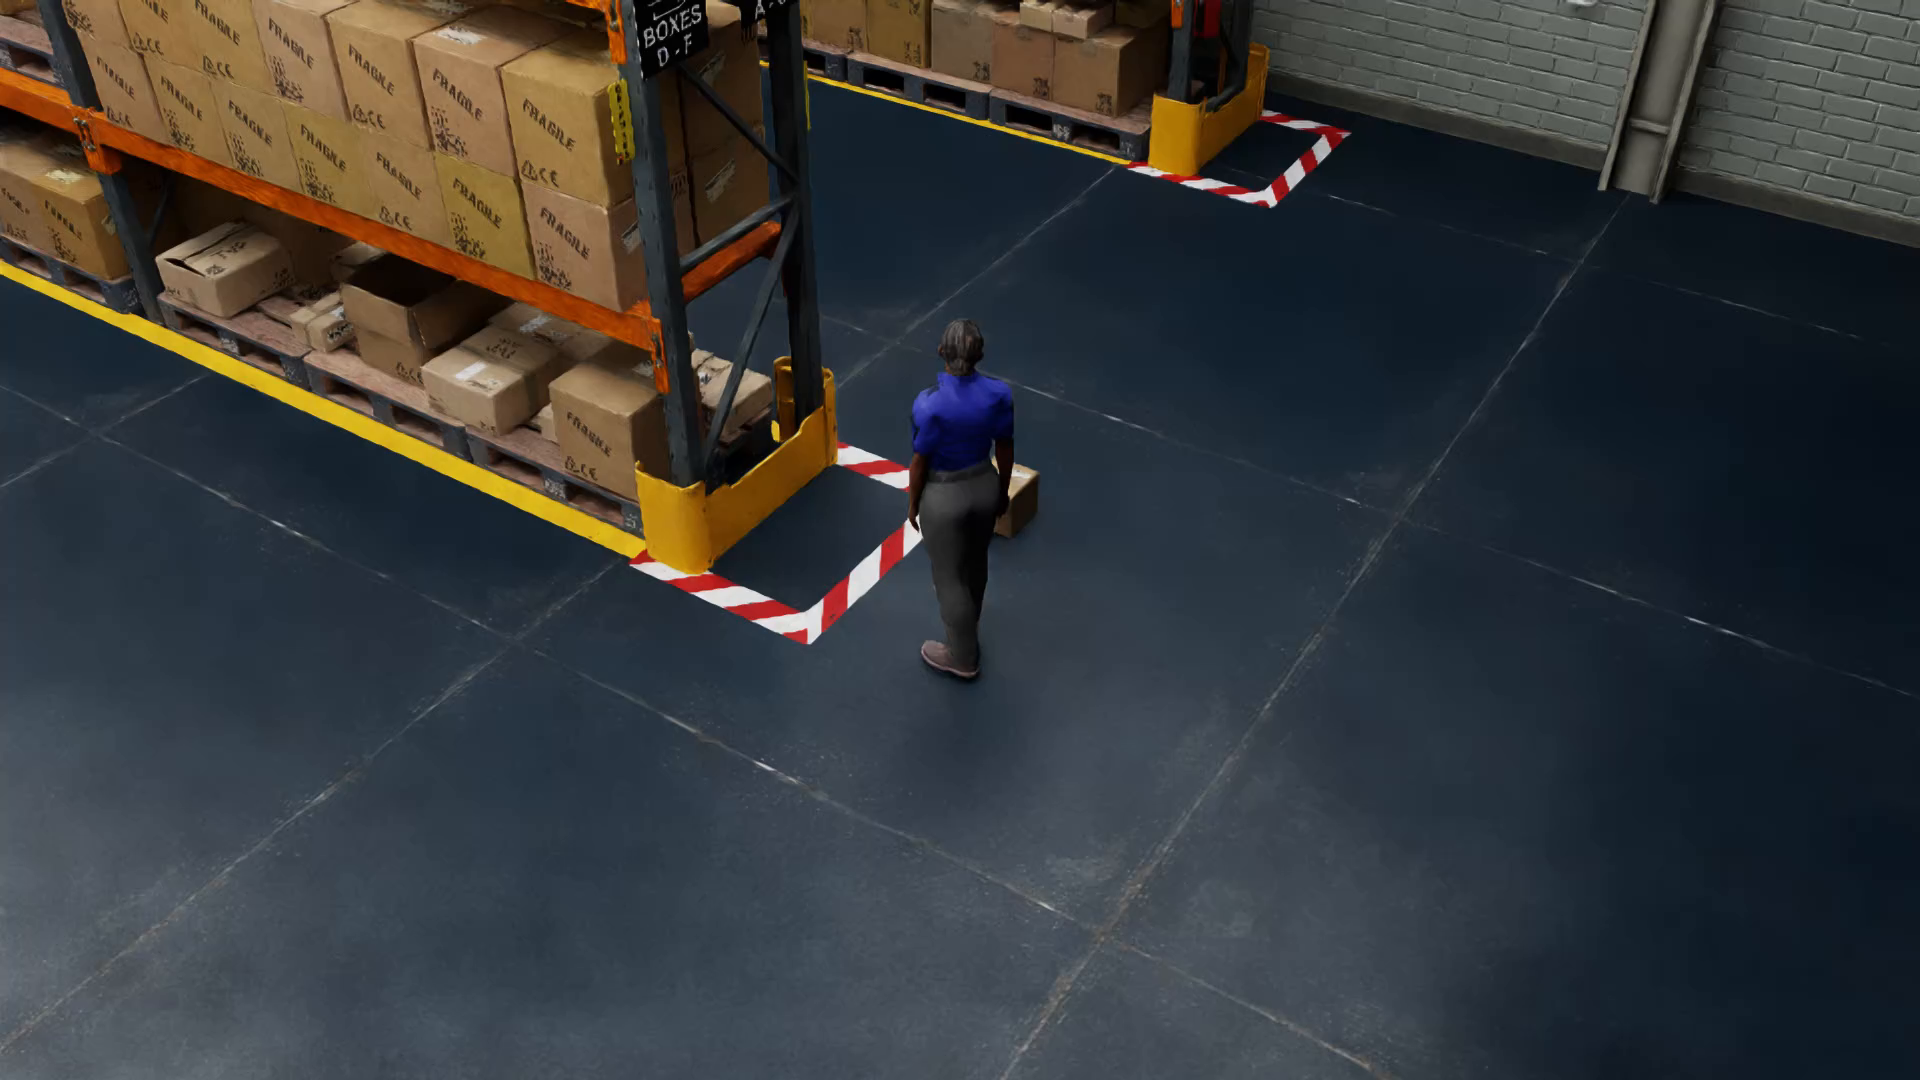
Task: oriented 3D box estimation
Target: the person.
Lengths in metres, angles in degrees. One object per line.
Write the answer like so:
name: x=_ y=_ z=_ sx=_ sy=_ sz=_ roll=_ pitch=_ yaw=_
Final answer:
person: x=-0.018 y=-0.207 z=6.932 sx=0.456 sy=1.653 sz=0.571 roll=-19 pitch=42 yaw=-22
